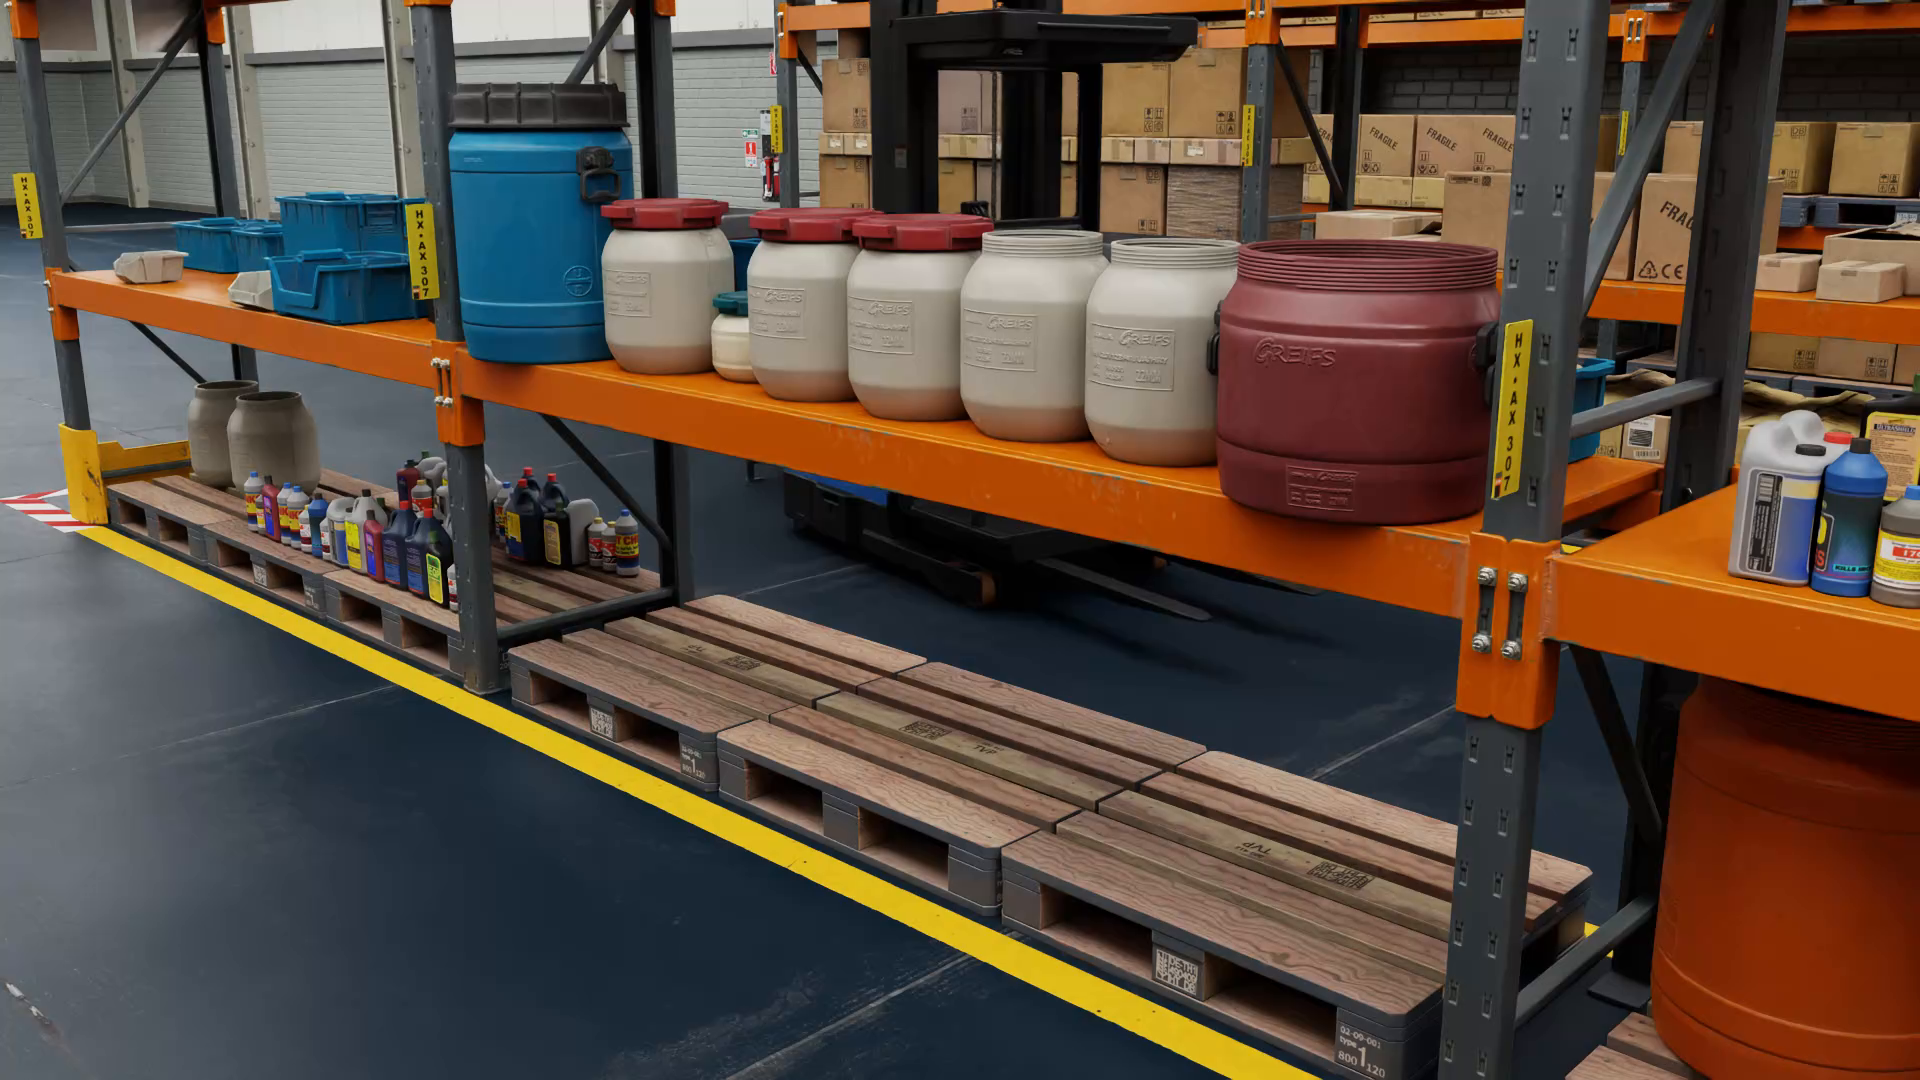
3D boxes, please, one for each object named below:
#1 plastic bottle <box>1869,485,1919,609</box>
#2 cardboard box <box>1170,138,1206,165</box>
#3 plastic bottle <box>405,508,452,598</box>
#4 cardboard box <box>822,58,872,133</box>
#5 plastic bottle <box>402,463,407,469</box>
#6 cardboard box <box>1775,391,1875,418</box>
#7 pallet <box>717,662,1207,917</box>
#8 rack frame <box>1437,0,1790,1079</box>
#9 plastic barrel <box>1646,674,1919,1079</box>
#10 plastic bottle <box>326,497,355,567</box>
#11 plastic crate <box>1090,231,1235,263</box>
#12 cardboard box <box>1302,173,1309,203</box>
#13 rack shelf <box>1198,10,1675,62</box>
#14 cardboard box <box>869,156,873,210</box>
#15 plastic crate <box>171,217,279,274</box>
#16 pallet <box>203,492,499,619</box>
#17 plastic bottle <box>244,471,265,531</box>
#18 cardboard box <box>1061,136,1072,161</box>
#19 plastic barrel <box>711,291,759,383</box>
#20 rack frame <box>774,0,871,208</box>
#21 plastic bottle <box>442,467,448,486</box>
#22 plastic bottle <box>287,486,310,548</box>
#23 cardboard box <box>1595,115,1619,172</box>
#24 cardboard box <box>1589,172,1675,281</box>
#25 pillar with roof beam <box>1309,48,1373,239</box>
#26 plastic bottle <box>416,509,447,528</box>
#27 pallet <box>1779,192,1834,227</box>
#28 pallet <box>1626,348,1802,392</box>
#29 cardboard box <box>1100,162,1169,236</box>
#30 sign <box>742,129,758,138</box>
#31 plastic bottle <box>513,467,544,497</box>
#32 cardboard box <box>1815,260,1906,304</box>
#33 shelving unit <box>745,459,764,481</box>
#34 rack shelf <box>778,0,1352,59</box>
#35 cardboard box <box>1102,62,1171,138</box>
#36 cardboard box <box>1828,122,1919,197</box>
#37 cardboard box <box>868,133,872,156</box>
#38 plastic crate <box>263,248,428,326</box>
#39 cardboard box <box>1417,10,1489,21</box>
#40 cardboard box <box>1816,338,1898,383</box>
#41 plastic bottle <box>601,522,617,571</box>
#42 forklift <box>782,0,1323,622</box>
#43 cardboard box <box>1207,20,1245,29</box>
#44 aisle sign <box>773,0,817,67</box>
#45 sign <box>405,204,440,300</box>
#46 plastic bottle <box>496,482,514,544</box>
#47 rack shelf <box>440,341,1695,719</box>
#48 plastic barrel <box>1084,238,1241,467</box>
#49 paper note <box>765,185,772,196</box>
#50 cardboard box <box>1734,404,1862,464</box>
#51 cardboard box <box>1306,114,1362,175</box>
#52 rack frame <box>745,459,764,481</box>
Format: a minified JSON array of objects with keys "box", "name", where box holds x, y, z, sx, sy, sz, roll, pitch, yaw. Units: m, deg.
[{"box":[1.625,0.008,2.846,0.097,0.201,0.097,0,15,0],"name":"plastic bottle"},{"box":[1.444,-2.278,9.740,0.250,0.149,0.380,13,20,41],"name":"cardboard box"},{"box":[-2.140,0.044,6.696,0.185,0.351,0.144,13,19,41],"name":"plastic bottle"},{"box":[-0.550,-3.146,11.787,0.500,0.500,0.700,14,20,42],"name":"cardboard box"},{"box":[-2.729,-0.282,8.242,0.097,0.201,0.097,0,15,0],"name":"plastic bottle"},{"box":[4.287,-0.543,8.074,0.500,0.311,0.500,13,19,41],"name":"cardboard box"},{"box":[-0.001,0.728,5.218,1.213,0.211,1.003,14,20,42],"name":"pallet"},{"box":[1.403,-0.265,3.499,0.127,3.000,1.000,14,20,42],"name":"rack frame"},{"box":[1.767,0.665,3.403,0.708,0.830,0.600,14,20,42],"name":"plastic barrel"},{"box":[-2.625,-0.039,7.163,0.152,0.276,0.135,-14,20,-43],"name":"plastic bottle"},{"box":[0.452,-0.634,4.790,0.583,0.464,0.402,14,20,42],"name":"plastic crate"},{"box":[3.035,-3.169,14.903,0.500,0.250,0.500,13,19,41],"name":"cardboard box"},{"box":[3.961,-4.216,14.143,4.000,0.370,1.077,14,20,42],"name":"rack shelf"},{"box":[-0.206,-2.437,11.636,0.700,0.500,0.500,-14,20,-43],"name":"cardboard box"},{"box":[-3.788,-1.560,8.764,0.616,0.251,0.499,14,20,42],"name":"plastic crate"},{"box":[-2.813,0.046,7.837,1.213,0.211,1.003,14,20,42],"name":"pallet"},{"box":[-3.267,-0.184,7.726,0.097,0.271,0.097,0,15,0],"name":"plastic bottle"},{"box":[0.707,-2.457,10.427,0.380,0.149,0.250,-14,20,-43],"name":"cardboard box"},{"box":[-0.630,-0.638,5.208,0.301,0.262,0.301,0,15,0],"name":"plastic barrel"},{"box":[-0.915,-2.563,12.321,0.127,3.000,1.000,14,20,42],"name":"rack frame"},{"box":[-2.345,-0.252,7.833,0.144,0.351,0.185,-14,20,-42],"name":"plastic bottle"},{"box":[-2.948,-0.106,7.429,0.097,0.271,0.097,0,15,0],"name":"plastic bottle"},{"box":[4.845,-3.090,13.111,0.500,0.500,0.500,14,20,42],"name":"cardboard box"},{"box":[3.246,-1.594,8.404,0.500,0.500,0.500,14,20,42],"name":"cardboard box"},{"box":[0.637,-5.619,12.151,0.400,9.000,9.100,14,20,42],"name":"pillar with roof beam"},{"box":[-2.193,0.015,6.955,0.135,0.276,0.152,14,20,42],"name":"plastic bottle"},{"box":[5.850,-2.510,12.497,1.213,0.211,1.003,14,20,42],"name":"pallet"},{"box":[5.962,-1.278,12.917,1.213,0.211,1.003,14,20,42],"name":"pallet"},{"box":[1.257,-2.079,10.265,0.500,0.500,0.700,13,20,42],"name":"cardboard box"},{"box":[-2.776,-5.374,21.986,0.331,0.109,0.001,14,20,42],"name":"sign"},{"box":[-1.905,-0.145,7.422,0.185,0.351,0.144,13,19,40],"name":"plastic bottle"},{"box":[4.005,-1.149,7.391,0.250,0.149,0.380,14,20,42],"name":"cardboard box"},{"box":[-0.749,-1.007,9.321,0.538,1.500,1.048,-11,18,-35],"name":"shelving unit"},{"box":[0.525,-3.317,10.690,4.000,0.370,1.077,14,20,42],"name":"rack shelf"},{"box":[1.276,-2.704,10.090,0.500,0.500,0.700,14,20,42],"name":"cardboard box"},{"box":[6.636,-2.720,11.853,0.700,0.500,0.500,-11,18,-37],"name":"cardboard box"},{"box":[-0.411,-2.728,11.469,0.250,0.149,0.380,14,20,42],"name":"cardboard box"},{"box":[-2.461,-1.037,6.759,0.616,0.251,0.499,14,20,42],"name":"plastic crate"},{"box":[4.085,-4.497,13.555,0.500,0.500,0.500,13,19,40],"name":"cardboard box"},{"box":[6.688,-1.463,12.181,0.500,0.500,0.700,14,20,43],"name":"cardboard box"},{"box":[-1.474,0.023,7.071,0.097,0.201,0.097,0,15,0],"name":"plastic bottle"},{"box":[0.334,-1.256,7.440,1.130,2.935,3.031,-10,18,-34],"name":"forklift"},{"box":[2.588,-4.869,14.982,0.500,0.500,0.500,-14,20,-43],"name":"cardboard box"},{"box":[-1.175,-3.777,11.824,0.004,0.787,0.394,14,20,42],"name":"aisle sign"},{"box":[-1.866,-1.001,5.775,0.005,0.325,0.100,14,20,42],"name":"sign"},{"box":[-2.037,-0.126,7.505,0.097,0.271,0.097,0,15,0],"name":"plastic bottle"},{"box":[-0.036,-0.267,4.933,4.000,0.370,1.077,14,20,42],"name":"rack shelf"},{"box":[0.515,-0.460,4.027,0.421,0.512,0.421,0,15,0],"name":"plastic barrel"},{"box":[-2.526,-4.604,21.901,0.142,0.148,0.016,14,20,42],"name":"paper note"},{"box":[3.918,-0.444,7.695,0.500,0.311,0.500,13,20,41],"name":"cardboard box"},{"box":[3.372,-3.445,14.476,0.500,0.500,0.500,13,19,40],"name":"cardboard box"},{"box":[-1.053,-1.109,9.715,0.500,1.500,0.032,-11,18,-35],"name":"rack frame"}]
